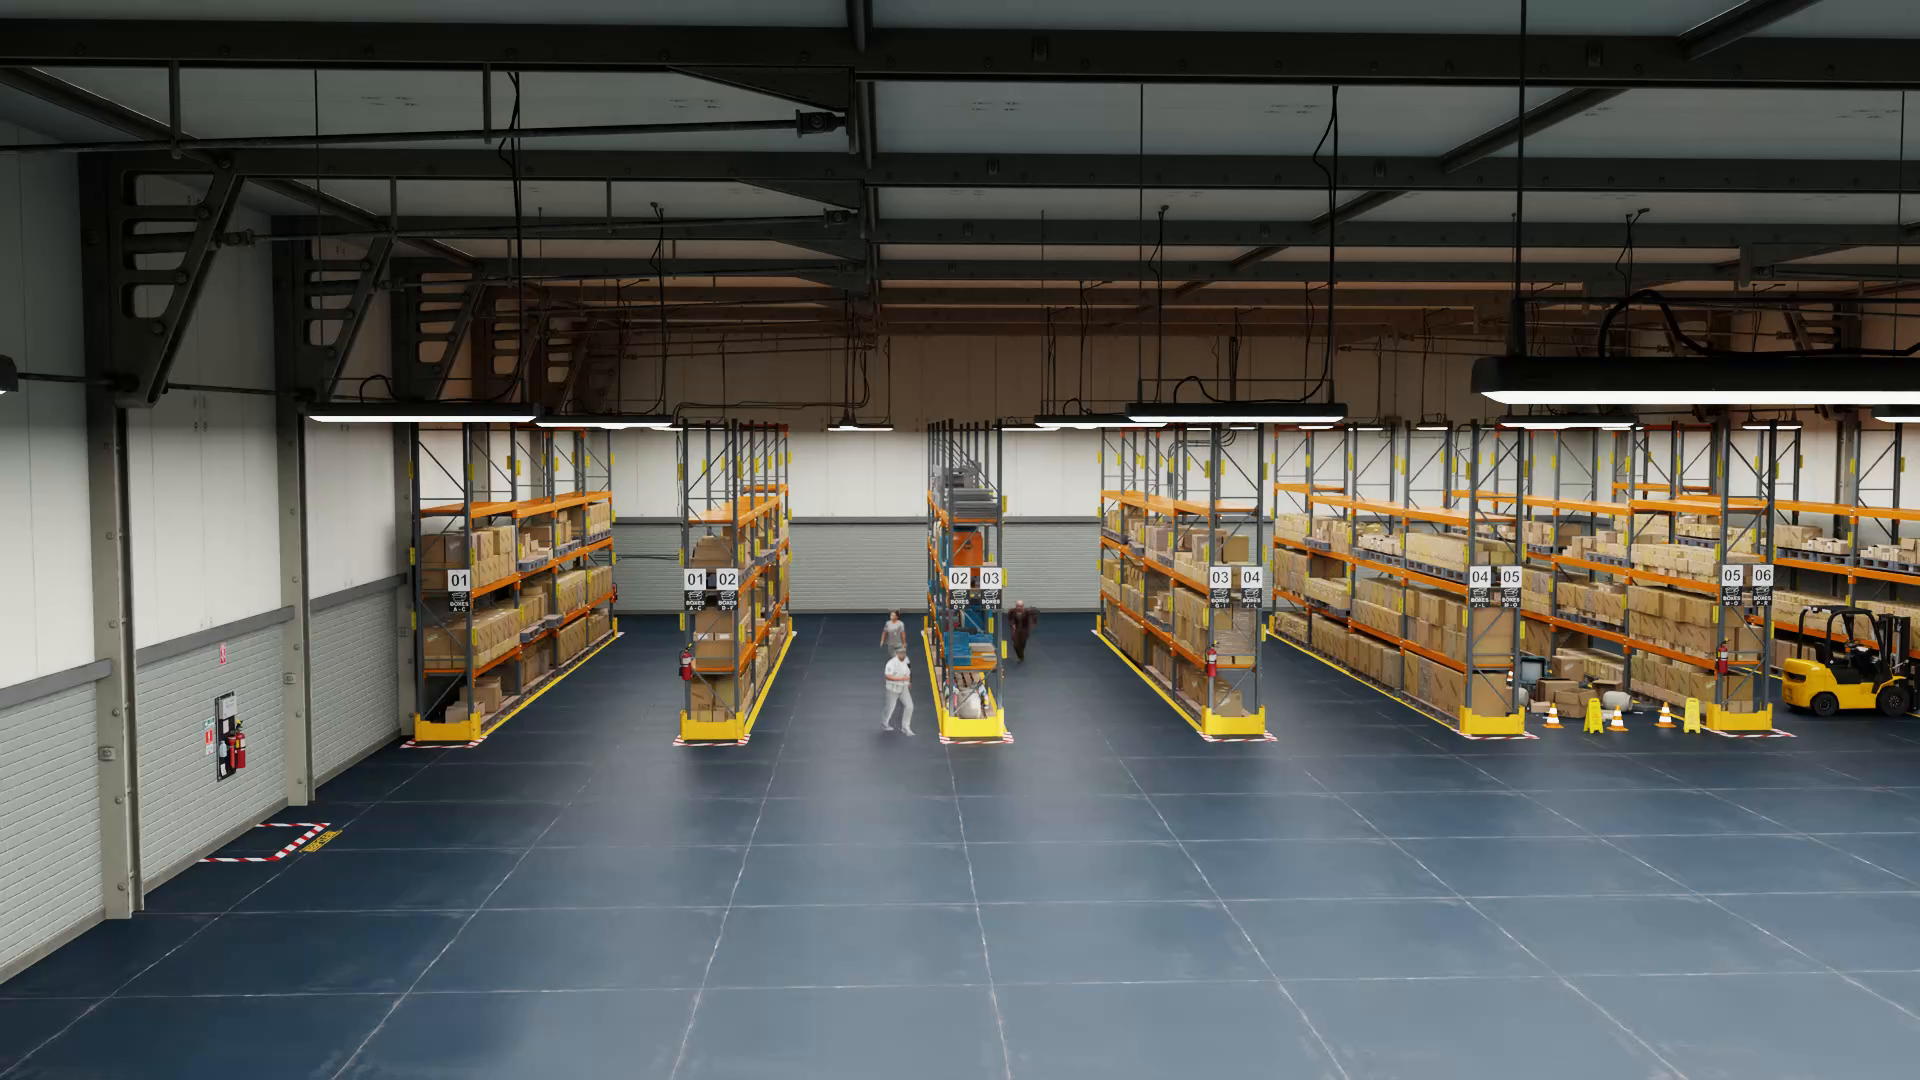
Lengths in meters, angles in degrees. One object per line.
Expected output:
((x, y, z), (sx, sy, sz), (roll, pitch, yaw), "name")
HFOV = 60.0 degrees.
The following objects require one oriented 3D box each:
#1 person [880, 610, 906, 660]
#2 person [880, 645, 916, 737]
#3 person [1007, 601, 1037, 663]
((-1.536, 2.416, 38.379), (0.565, 1.599, 0.939), (1, 4, 16), "person")
((-1.194, 2.846, 31.537), (0.668, 1.772, 0.962), (-3, 5, -36), "person")
((1.544, 2.282, 41.365), (0.739, 1.599, 0.869), (0, 4, 7), "person")
